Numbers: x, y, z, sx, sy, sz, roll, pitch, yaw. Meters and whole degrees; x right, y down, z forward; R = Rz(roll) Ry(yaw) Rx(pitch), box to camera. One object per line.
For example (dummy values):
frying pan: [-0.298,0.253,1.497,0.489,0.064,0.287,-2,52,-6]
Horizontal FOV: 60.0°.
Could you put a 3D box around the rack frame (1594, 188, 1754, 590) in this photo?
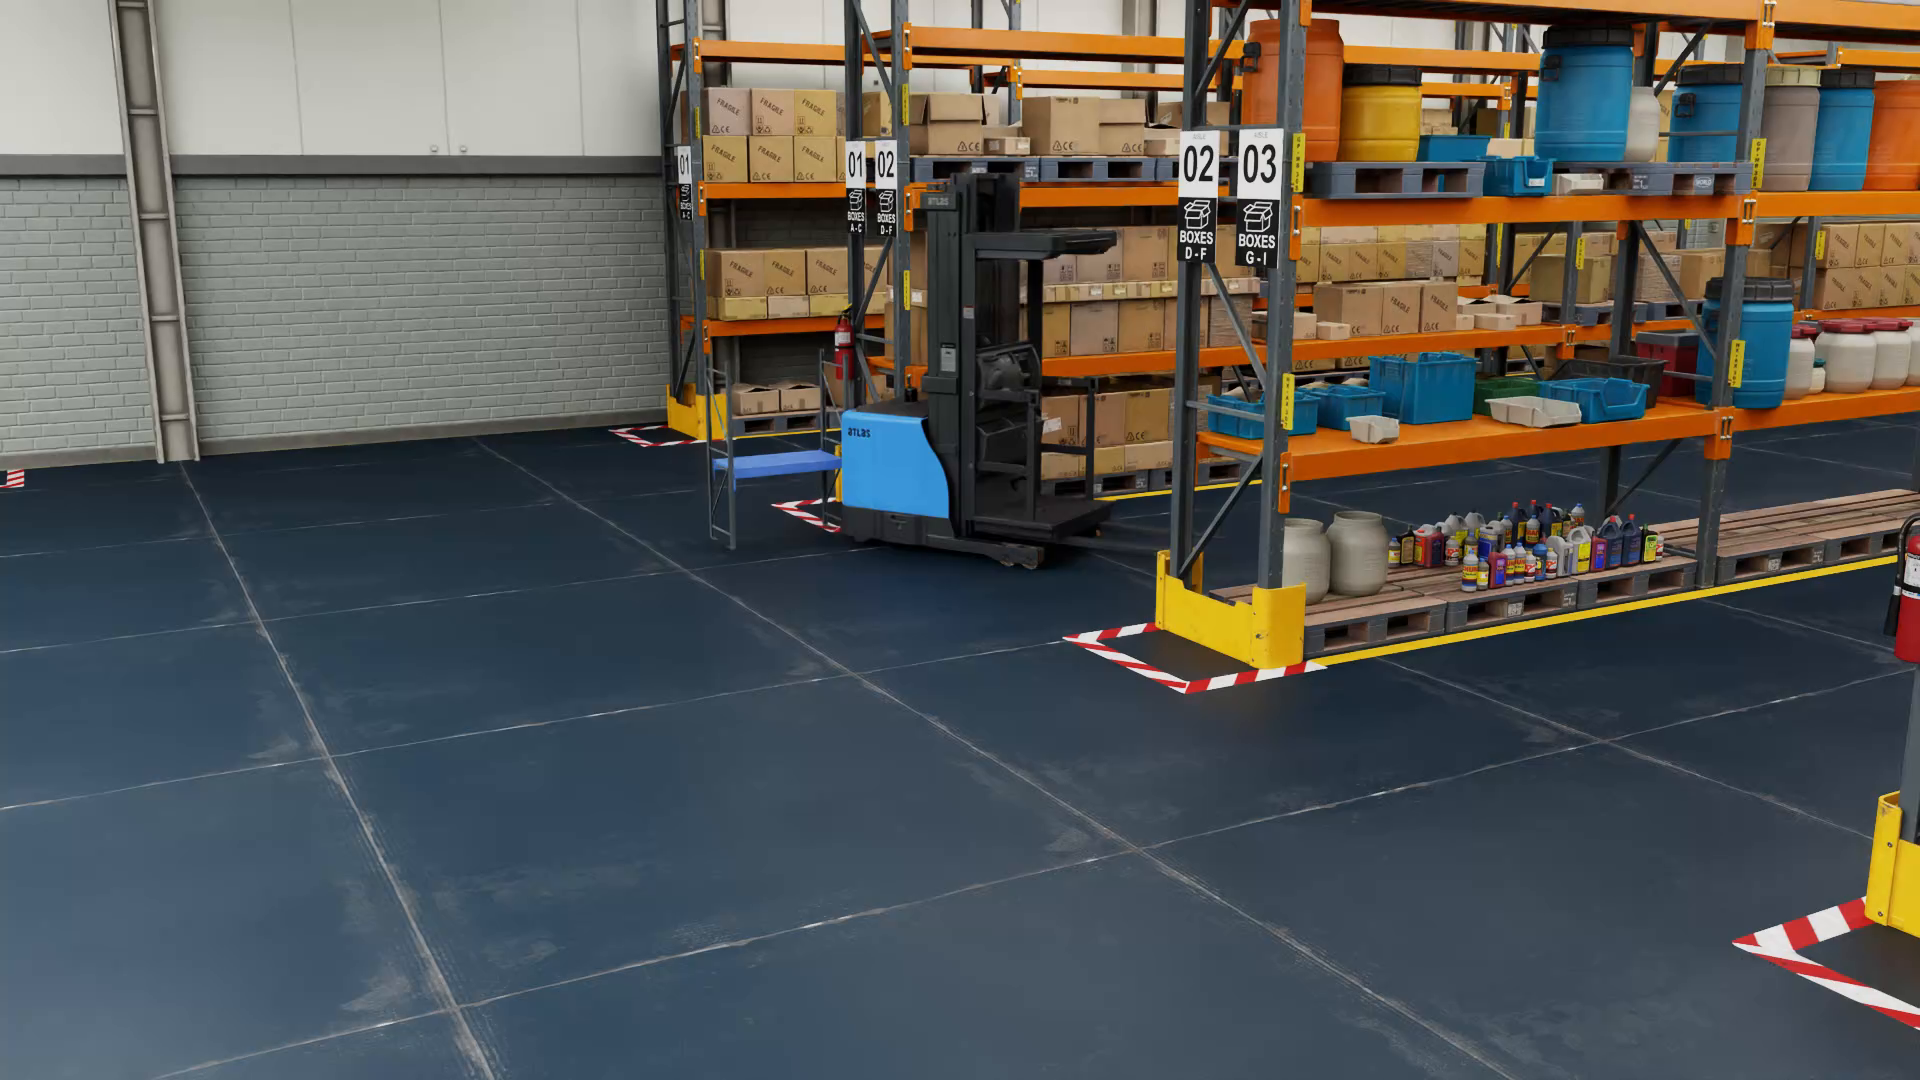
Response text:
rack frame: [5.174,-1.205,12.133,0.127,3.000,1.000,-7,14,-28]

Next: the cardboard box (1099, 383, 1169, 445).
cardboard box: [1.620,-1.195,15.685,0.500,0.500,0.500,-7,14,-28]

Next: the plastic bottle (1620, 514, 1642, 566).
plastic bottle: [4.747,-0.004,11.828,0.185,0.351,0.144,-7,15,-29]

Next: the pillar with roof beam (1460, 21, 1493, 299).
pillar with roof beam: [9.712,-6.294,21.079,0.400,9.000,9.100,-7,14,-28]

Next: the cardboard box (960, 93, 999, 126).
cardboard box: [0.118,-5.019,19.698,0.500,0.500,0.500,-8,15,-33]

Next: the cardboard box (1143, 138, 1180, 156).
cardboard box: [1.876,-3.595,15.215,0.250,0.149,0.380,-7,14,-28]

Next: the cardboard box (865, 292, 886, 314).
cardboard box: [-1.159,-2.783,19.440,0.500,0.250,0.500,-7,14,-27]

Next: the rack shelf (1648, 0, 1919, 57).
rack shelf: [6.930,-3.796,12.532,4.000,0.370,1.077,-7,14,-28]

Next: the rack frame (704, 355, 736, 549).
rack frame: [-1.924,-0.705,13.326,0.032,1.500,0.500,-7,15,-29]

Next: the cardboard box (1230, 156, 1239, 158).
cardboard box: [3.436,-4.837,21.597,0.500,0.311,0.500,-7,14,-28]

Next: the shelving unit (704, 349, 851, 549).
shelving unit: [-1.481,-0.760,13.571,1.048,1.500,0.538,-7,15,-29]

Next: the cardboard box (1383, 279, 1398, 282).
cardboard box: [5.913,-3.602,23.310,0.250,0.149,0.380,-6,14,-26]

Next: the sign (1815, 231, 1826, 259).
sign: [10.095,-3.460,19.515,0.005,0.325,0.100,-7,14,-28]

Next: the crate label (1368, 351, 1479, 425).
crate label: [3.149,-1.048,11.351,0.616,0.435,0.502,-7,14,-28]

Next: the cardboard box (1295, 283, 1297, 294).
cardboard box: [4.338,-3.413,22.467,0.250,0.149,0.380,-7,14,-29]

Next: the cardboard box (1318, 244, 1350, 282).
cardboard box: [4.952,-3.794,22.685,0.500,0.500,0.500,-6,14,-26]

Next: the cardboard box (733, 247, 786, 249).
cardboard box: [-2.325,-3.138,19.308,0.500,0.500,0.500,-7,14,-27]

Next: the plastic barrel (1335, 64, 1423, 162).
plastic barrel: [2.603,-2.689,10.509,0.600,0.588,0.600,0,13,0]

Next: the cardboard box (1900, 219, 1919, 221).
cardboard box: [12.366,-3.907,21.633,0.500,0.500,0.500,-7,14,-27]

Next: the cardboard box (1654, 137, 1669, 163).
cardboard box: [7.586,-4.254,18.620,0.500,0.500,0.910,-7,14,-28]

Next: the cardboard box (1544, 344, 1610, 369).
cardboard box: [7.071,-2.092,19.058,0.500,0.250,0.500,-6,14,-26]

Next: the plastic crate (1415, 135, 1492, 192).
plastic crate: [3.193,-2.499,11.085,0.575,0.384,0.392,-7,14,-28]

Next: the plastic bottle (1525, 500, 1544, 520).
plastic bottle: [4.267,-0.123,12.354,0.185,0.351,0.144,-6,14,-26]

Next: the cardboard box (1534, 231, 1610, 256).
cardboard box: [9.211,-4.311,25.248,0.700,0.700,0.980,-8,15,-31]

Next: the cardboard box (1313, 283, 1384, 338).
cardboard box: [3.949,-2.342,16.957,0.500,0.500,0.500,-6,14,-24]

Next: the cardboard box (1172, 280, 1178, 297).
cardboard box: [1.992,-2.374,15.622,0.250,0.149,0.380,-7,14,-28]

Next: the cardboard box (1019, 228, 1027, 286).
cardboard box: [0.215,-2.530,14.836,0.500,0.500,0.700,-7,15,-29]

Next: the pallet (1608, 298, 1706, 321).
pallet: [8.020,-2.693,19.180,1.213,0.211,1.003,-7,14,-28]

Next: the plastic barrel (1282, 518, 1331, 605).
plastic barrel: [2.204,0.140,10.863,0.421,0.512,0.421,0,13,0]

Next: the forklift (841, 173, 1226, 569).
forklift: [0.562,-1.340,12.890,3.031,2.935,1.130,7,15,30]

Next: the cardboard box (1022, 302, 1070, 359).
cardboard box: [0.606,-1.942,15.180,0.500,0.500,0.700,-7,14,-27]

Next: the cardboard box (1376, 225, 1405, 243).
cardboard box: [5.814,-4.268,23.083,0.500,0.250,0.500,-7,15,-29]

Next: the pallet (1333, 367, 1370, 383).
pallet: [5.736,-2.371,23.663,1.213,0.211,1.003,-7,14,-28]

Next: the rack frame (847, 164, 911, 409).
rack frame: [-0.707,-1.739,14.507,0.127,3.000,1.000,-7,14,-28]

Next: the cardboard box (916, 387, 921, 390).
cardboard box: [-0.464,-1.993,20.323,0.500,0.500,0.500,-8,15,-32]

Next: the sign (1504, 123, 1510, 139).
sign: [7.718,-5.722,23.475,0.005,0.325,0.100,-7,14,-28]

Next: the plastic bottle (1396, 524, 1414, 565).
plastic bottle: [3.159,0.033,11.817,0.133,0.283,0.061,-6,14,-26]

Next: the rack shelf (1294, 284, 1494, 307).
rack shelf: [5.694,-3.395,23.500,4.000,0.370,1.077,-7,14,-28]

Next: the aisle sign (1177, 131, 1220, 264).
aisle sign: [1.458,-2.102,10.198,0.004,0.787,0.394,-7,14,-28]

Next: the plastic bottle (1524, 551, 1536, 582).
plastic bottle: [3.880,0.178,11.356,0.097,0.201,0.097,0,13,0]

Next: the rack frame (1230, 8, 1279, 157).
rack frame: [3.938,-6.462,21.828,0.127,3.000,1.000,-7,14,-28]

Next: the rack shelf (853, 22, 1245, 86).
rack shelf: [1.049,-4.331,14.906,4.000,0.370,1.077,-7,14,-28]

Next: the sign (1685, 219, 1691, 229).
sign: [11.208,-4.951,25.602,0.005,0.325,0.100,-7,14,-28]

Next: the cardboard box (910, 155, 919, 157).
cardboard box: [-0.816,-4.419,19.309,0.500,0.500,0.500,-7,15,-30]

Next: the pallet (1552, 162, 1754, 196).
pallet: [4.588,-2.482,11.403,1.003,0.211,1.213,-7,14,-28]

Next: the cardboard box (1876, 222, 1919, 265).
cardboard box: [11.731,-3.697,20.698,0.500,0.500,0.500,-6,14,-26]

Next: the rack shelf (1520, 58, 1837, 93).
rack shelf: [8.071,-5.172,18.645,4.000,0.370,1.077,-7,14,-28]

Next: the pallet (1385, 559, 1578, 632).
pallet: [3.493,0.347,11.587,1.213,0.211,1.003,-7,14,-28]

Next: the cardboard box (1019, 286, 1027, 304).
cardboard box: [0.414,-2.185,14.781,0.250,0.149,0.380,-7,14,-29]

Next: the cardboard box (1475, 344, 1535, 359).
cardboard box: [8.155,-3.000,24.846,0.500,0.500,0.700,-7,14,-27]

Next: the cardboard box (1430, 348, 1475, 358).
cardboard box: [6.941,-3.019,24.131,0.750,0.750,0.750,-7,14,-27]

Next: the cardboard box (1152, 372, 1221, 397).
cardboard box: [2.247,-1.401,16.601,0.500,0.500,0.500,-7,14,-28]

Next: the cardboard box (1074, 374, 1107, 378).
cardboard box: [1.495,-2.254,21.486,0.500,0.500,0.700,-7,15,-29]

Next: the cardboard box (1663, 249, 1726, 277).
cardboard box: [8.730,-3.164,19.653,0.500,0.500,0.700,-4,13,-19]

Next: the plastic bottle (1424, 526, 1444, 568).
plastic bottle: [3.351,0.048,11.750,0.133,0.283,0.061,-7,14,-28]

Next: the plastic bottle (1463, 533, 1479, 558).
plastic bottle: [3.661,0.053,11.913,0.097,0.201,0.097,0,13,0]
